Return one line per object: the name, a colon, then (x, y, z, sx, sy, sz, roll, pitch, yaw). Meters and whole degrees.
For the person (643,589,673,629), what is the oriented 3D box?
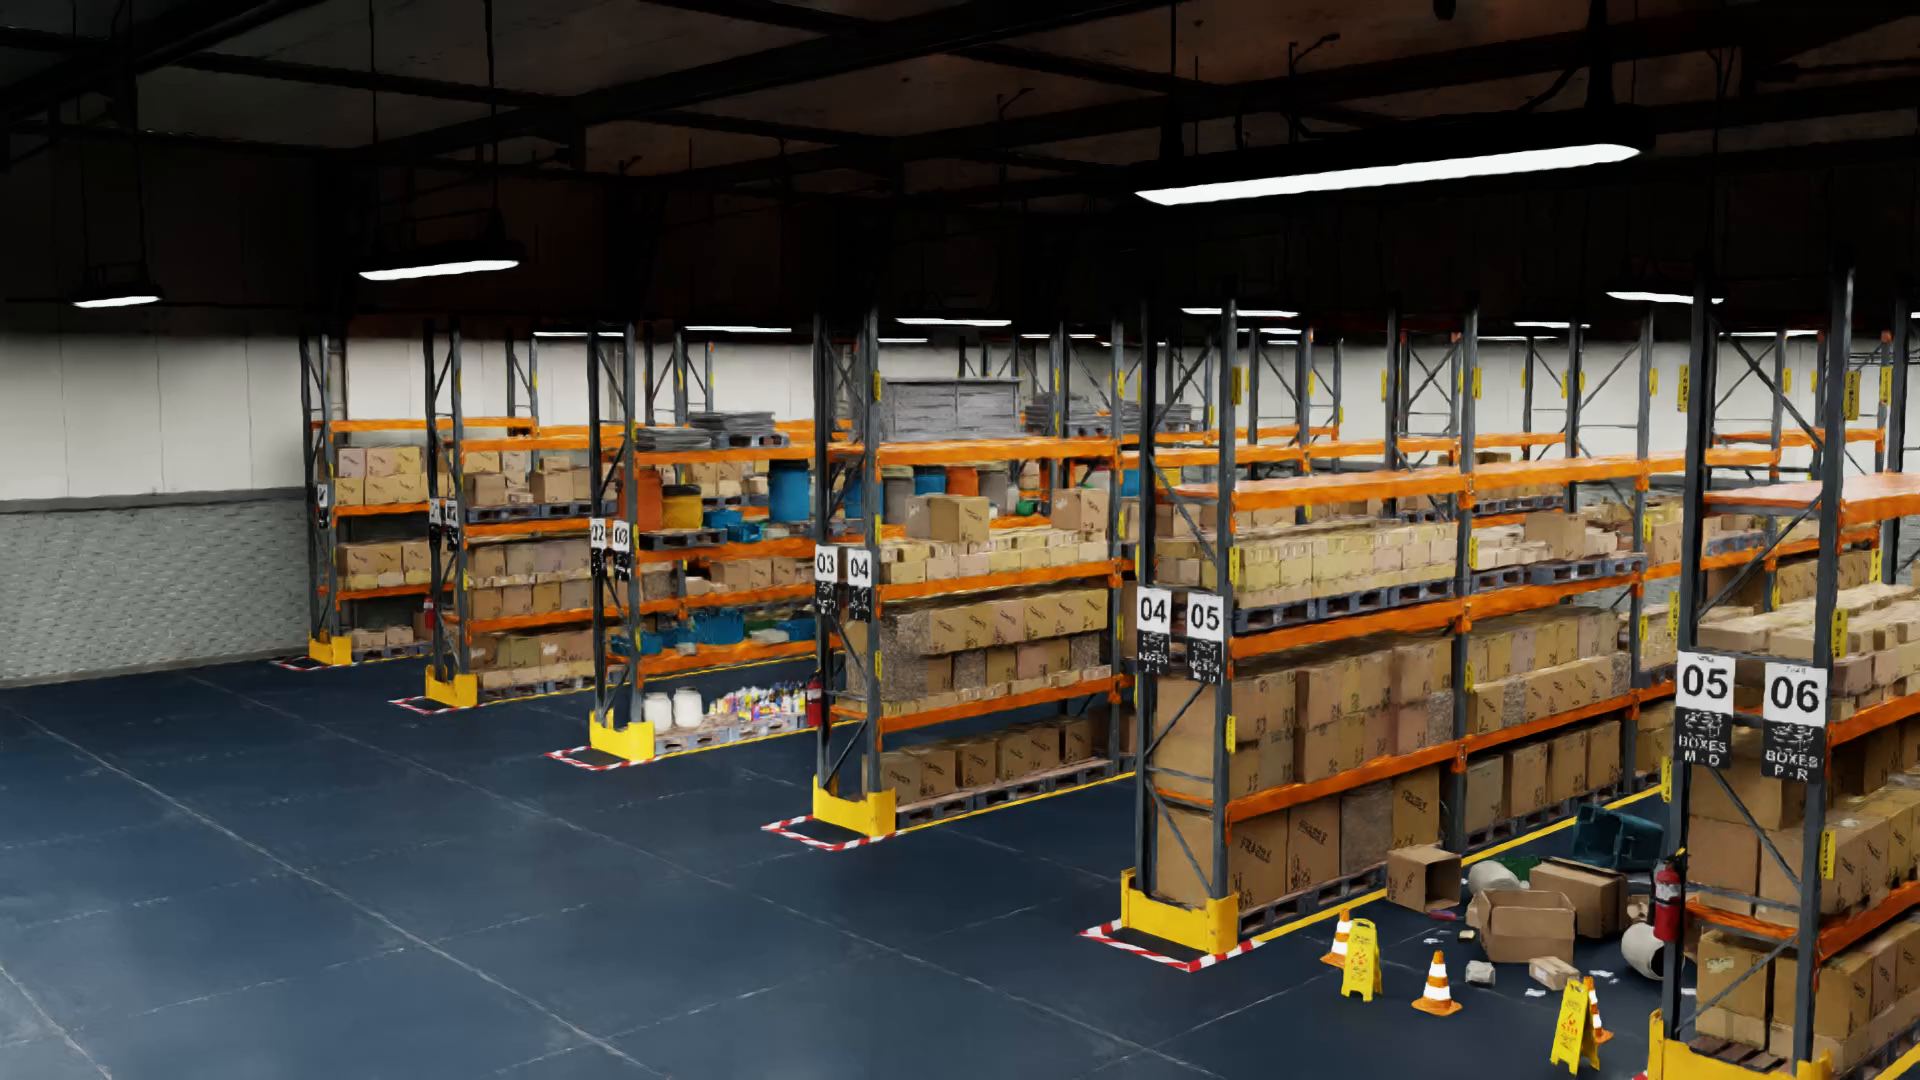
person: (-5.661, 1.172, 30.797, 0.662, 1.745, 0.567, -2, 6, -16)
